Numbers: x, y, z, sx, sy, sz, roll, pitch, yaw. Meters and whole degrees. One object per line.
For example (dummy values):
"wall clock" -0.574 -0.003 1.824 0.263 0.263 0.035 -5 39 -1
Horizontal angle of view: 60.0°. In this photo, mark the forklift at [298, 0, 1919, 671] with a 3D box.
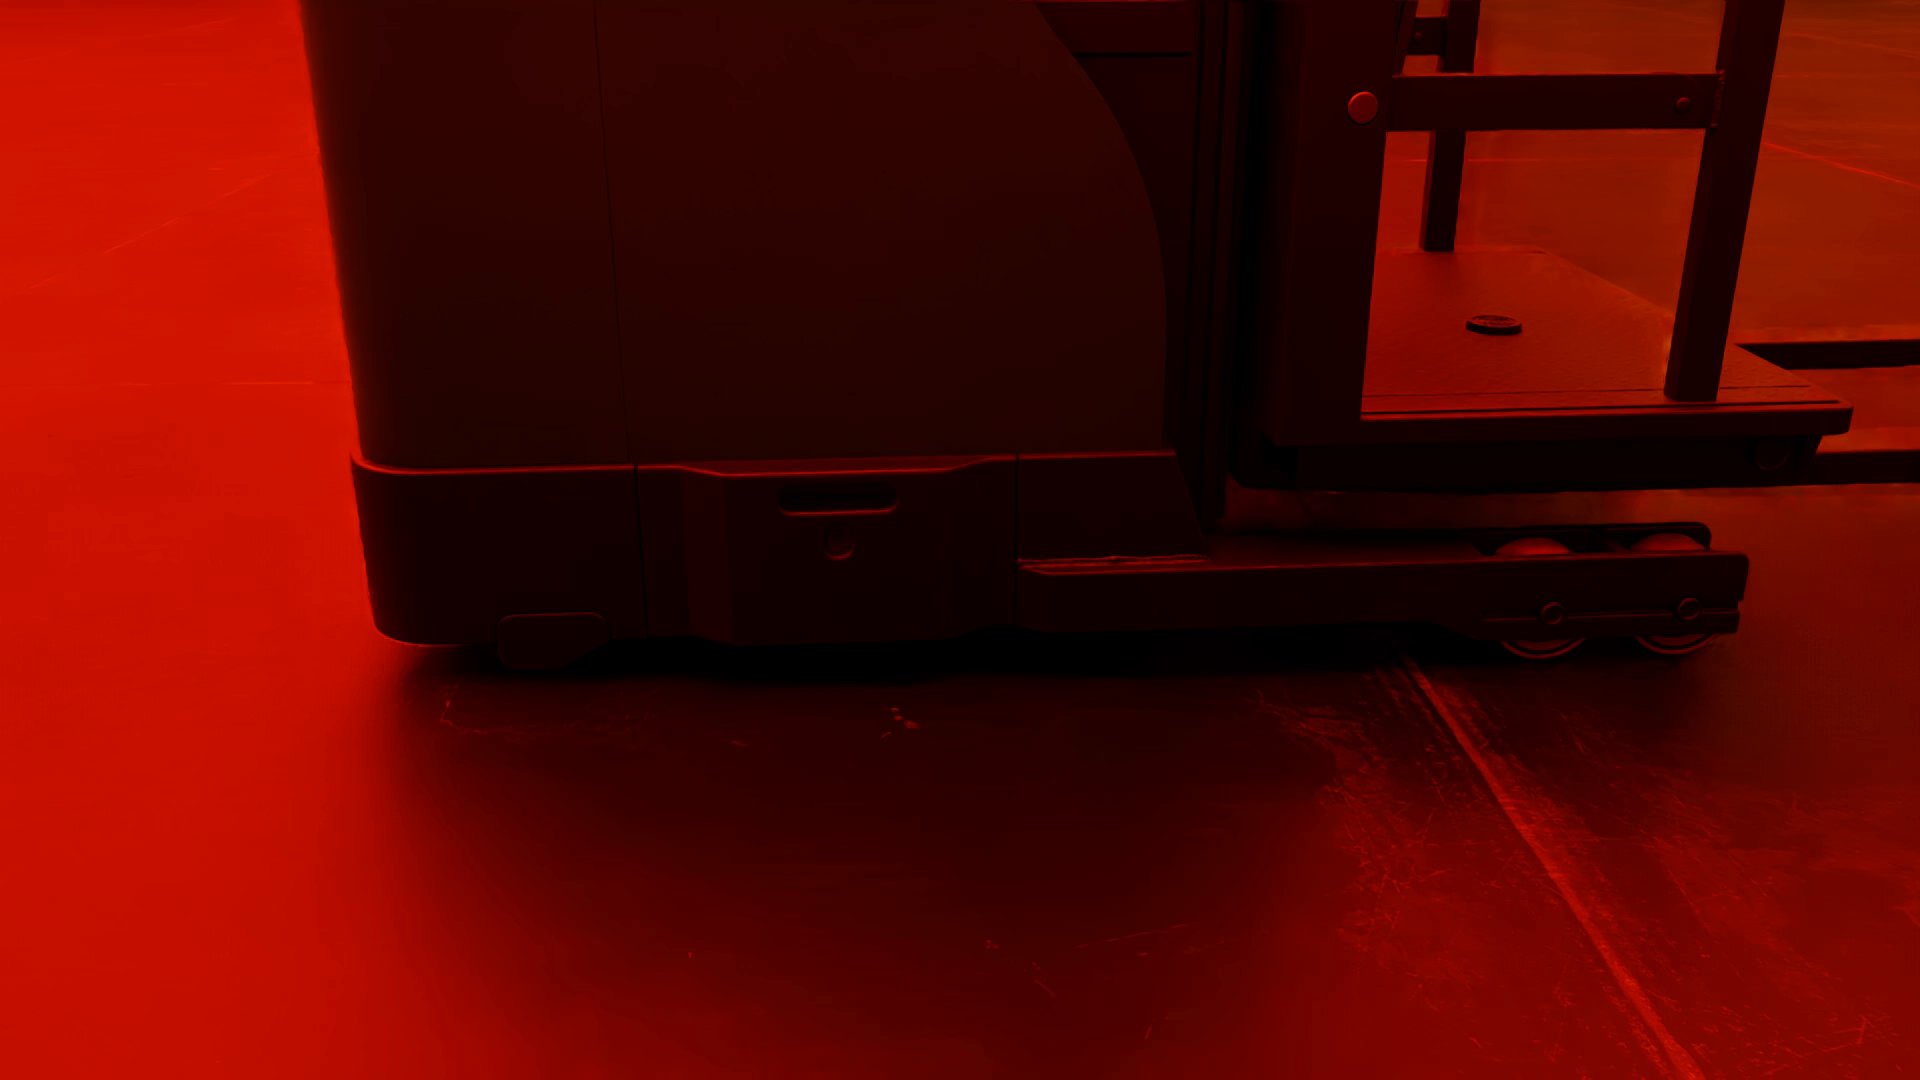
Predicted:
"forklift" 0.677 -1.391 2.268 3.031 2.935 1.130 -2 21 -4
